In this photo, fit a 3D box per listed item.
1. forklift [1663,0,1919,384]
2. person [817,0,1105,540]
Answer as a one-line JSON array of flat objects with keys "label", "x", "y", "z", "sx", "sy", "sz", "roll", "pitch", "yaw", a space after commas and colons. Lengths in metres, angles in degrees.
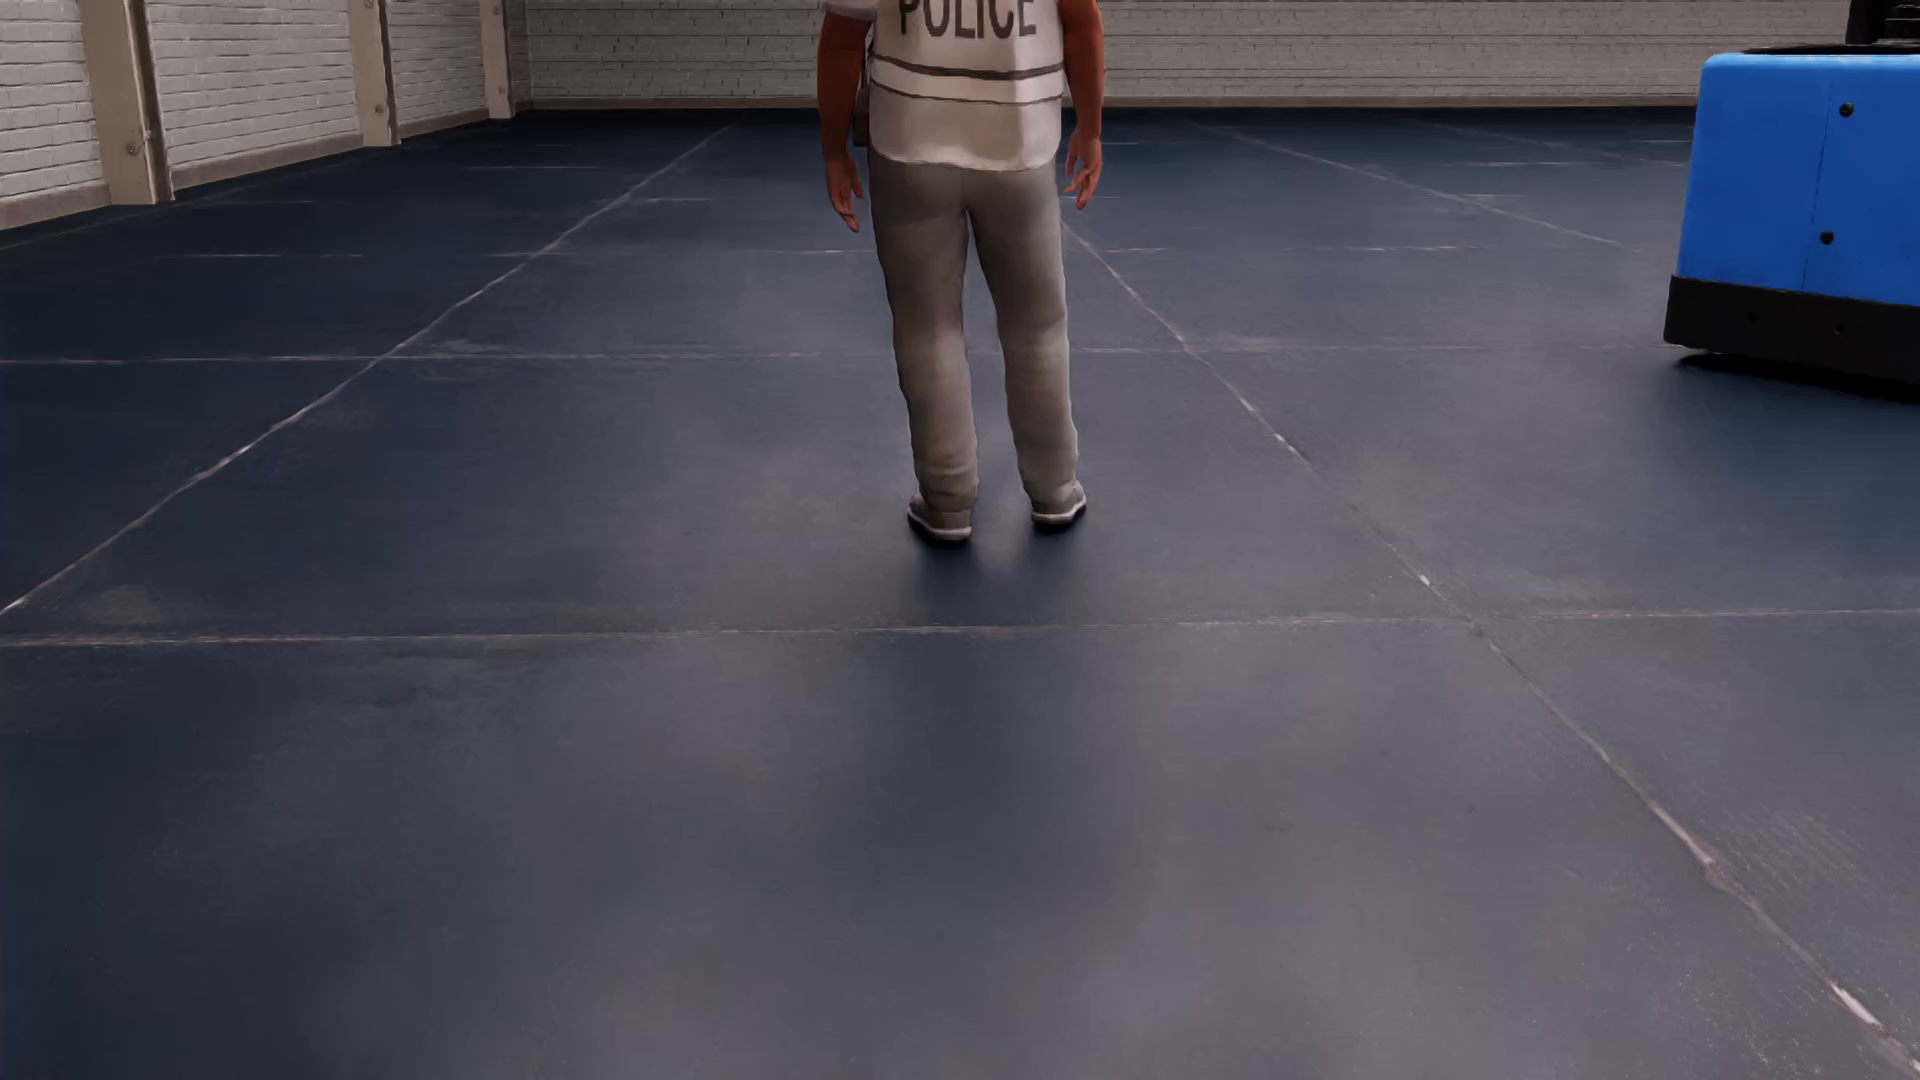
[{"label": "forklift", "x": 4.054, "y": -2.183, "z": 6.042, "sx": 3.031, "sy": 2.935, "sz": 1.130, "roll": -11, "pitch": 20, "yaw": -33}, {"label": "person", "x": 0.008, "y": -0.882, "z": 3.730, "sx": 0.640, "sy": 1.781, "sz": 0.574, "roll": -1, "pitch": 17, "yaw": -3}]
